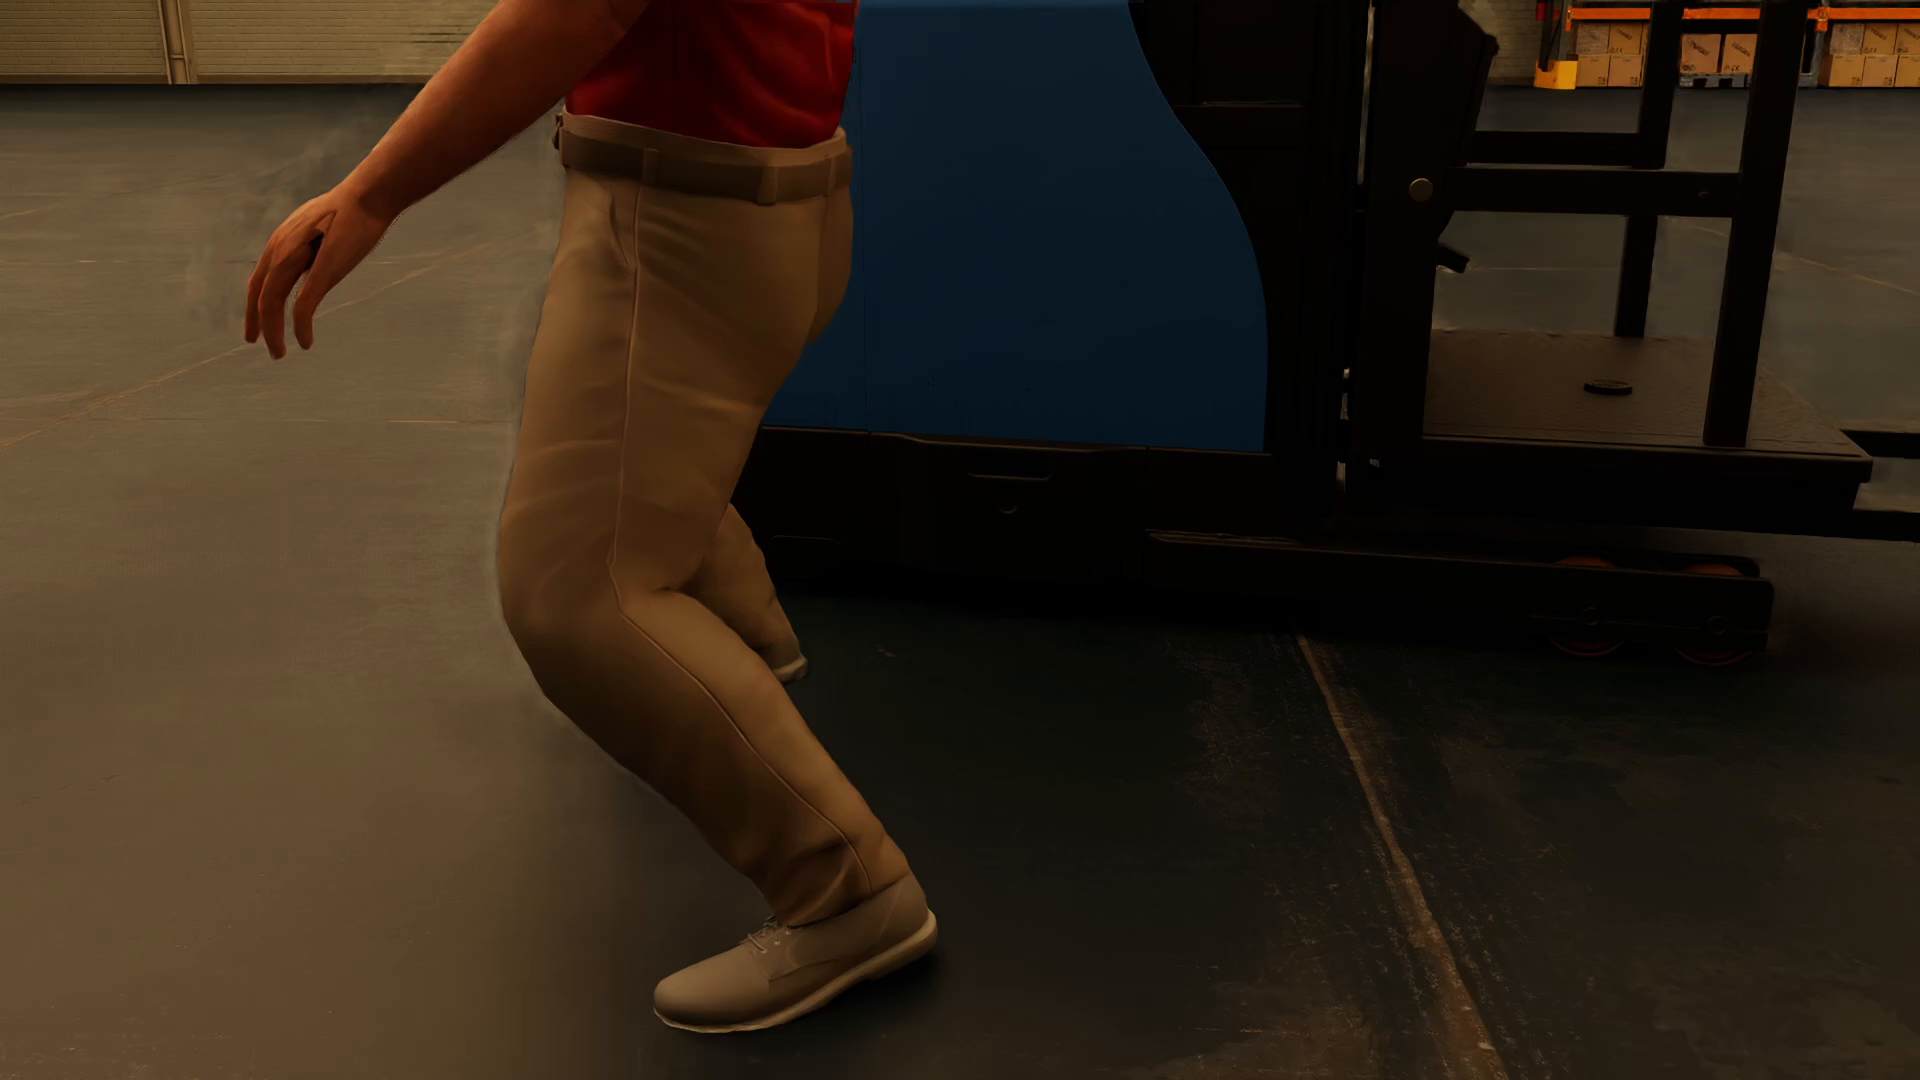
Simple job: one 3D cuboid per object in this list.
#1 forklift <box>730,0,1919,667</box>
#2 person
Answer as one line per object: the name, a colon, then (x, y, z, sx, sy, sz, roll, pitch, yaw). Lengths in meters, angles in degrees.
forklift: (1.064, -1.367, 2.831, 3.031, 2.935, 1.130, 4, 18, 12)
person: (-0.320, -0.353, 1.878, 0.677, 1.611, 0.972, 3, 18, 10)
